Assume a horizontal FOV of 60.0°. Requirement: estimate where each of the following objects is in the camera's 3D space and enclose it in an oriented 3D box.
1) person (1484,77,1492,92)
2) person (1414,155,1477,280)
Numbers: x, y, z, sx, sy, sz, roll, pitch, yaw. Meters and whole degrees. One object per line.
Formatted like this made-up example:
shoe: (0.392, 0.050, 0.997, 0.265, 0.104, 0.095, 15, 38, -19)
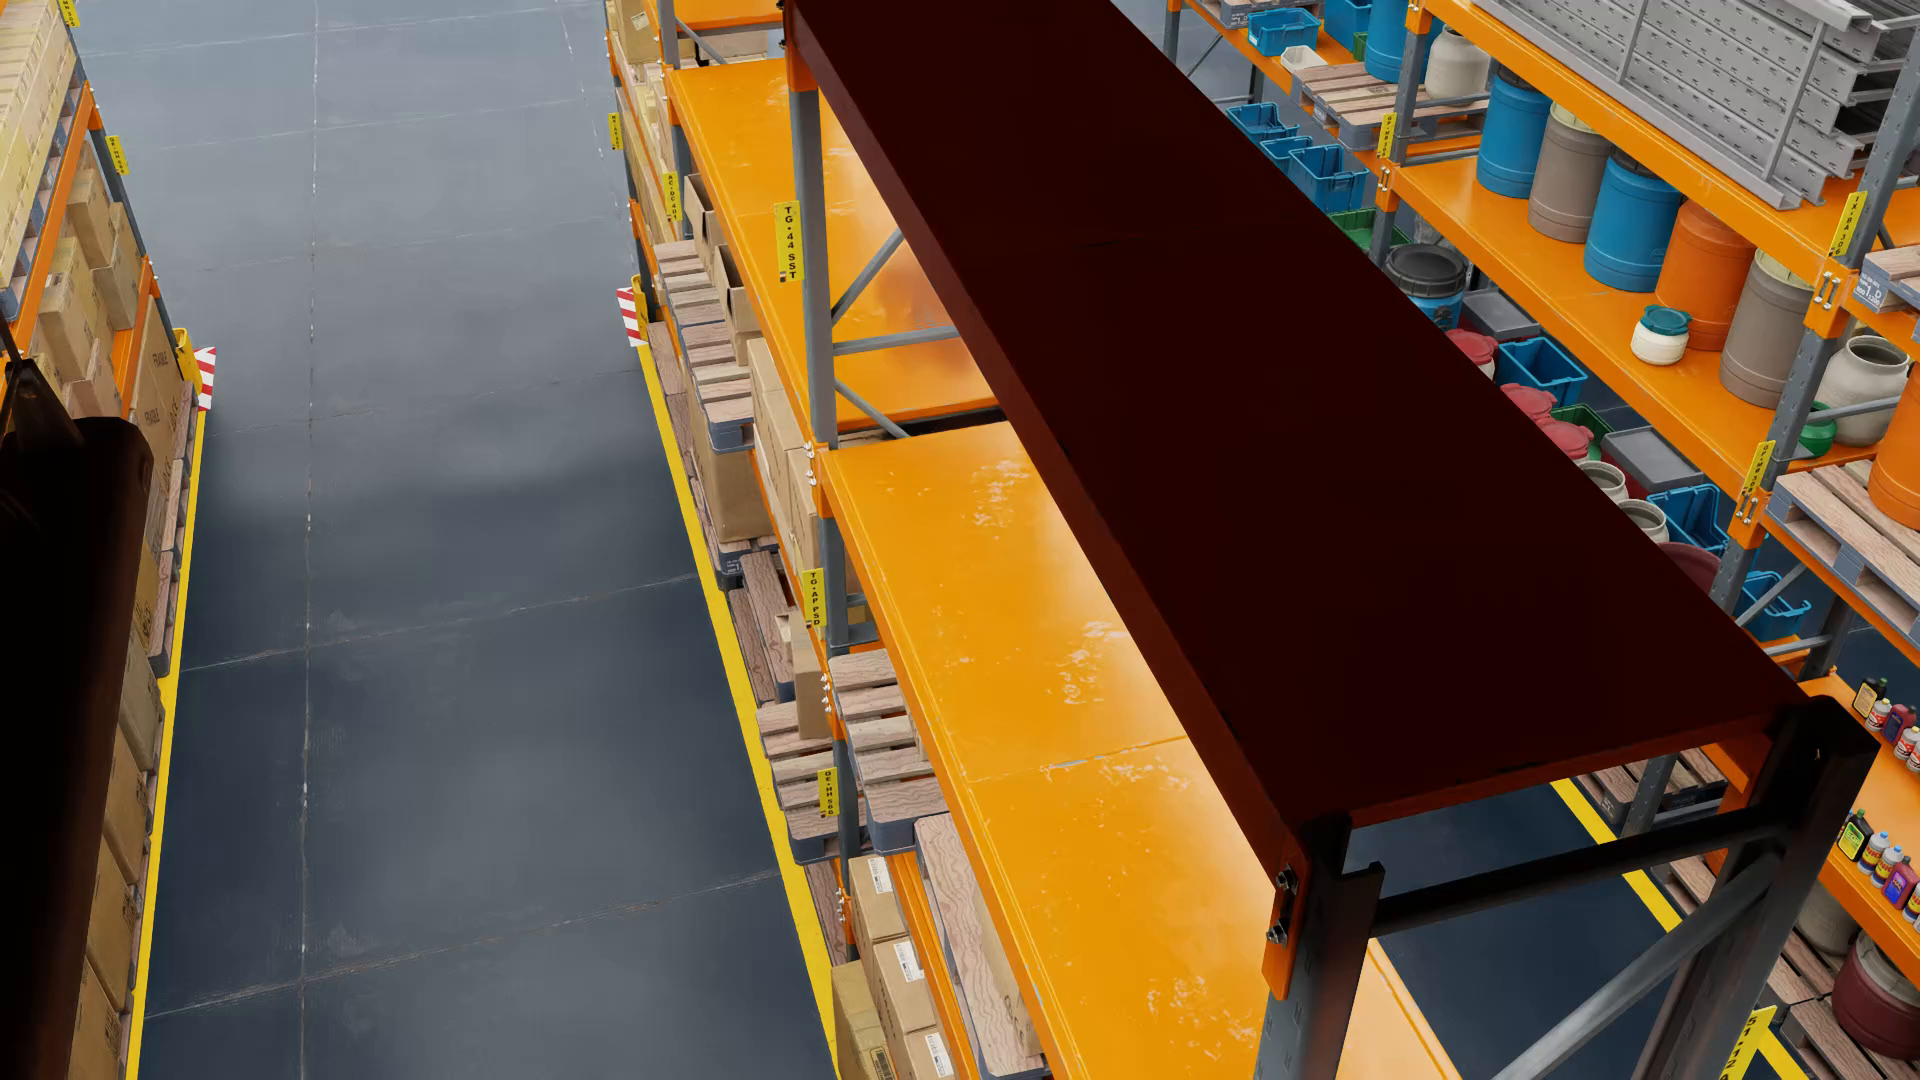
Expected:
person: (5.711, -5.640, 18.539, 0.756, 1.818, 0.636, 0, 38, 0)
person: (4.589, -3.222, 15.435, 0.665, 1.831, 0.893, -27, 46, -30)
